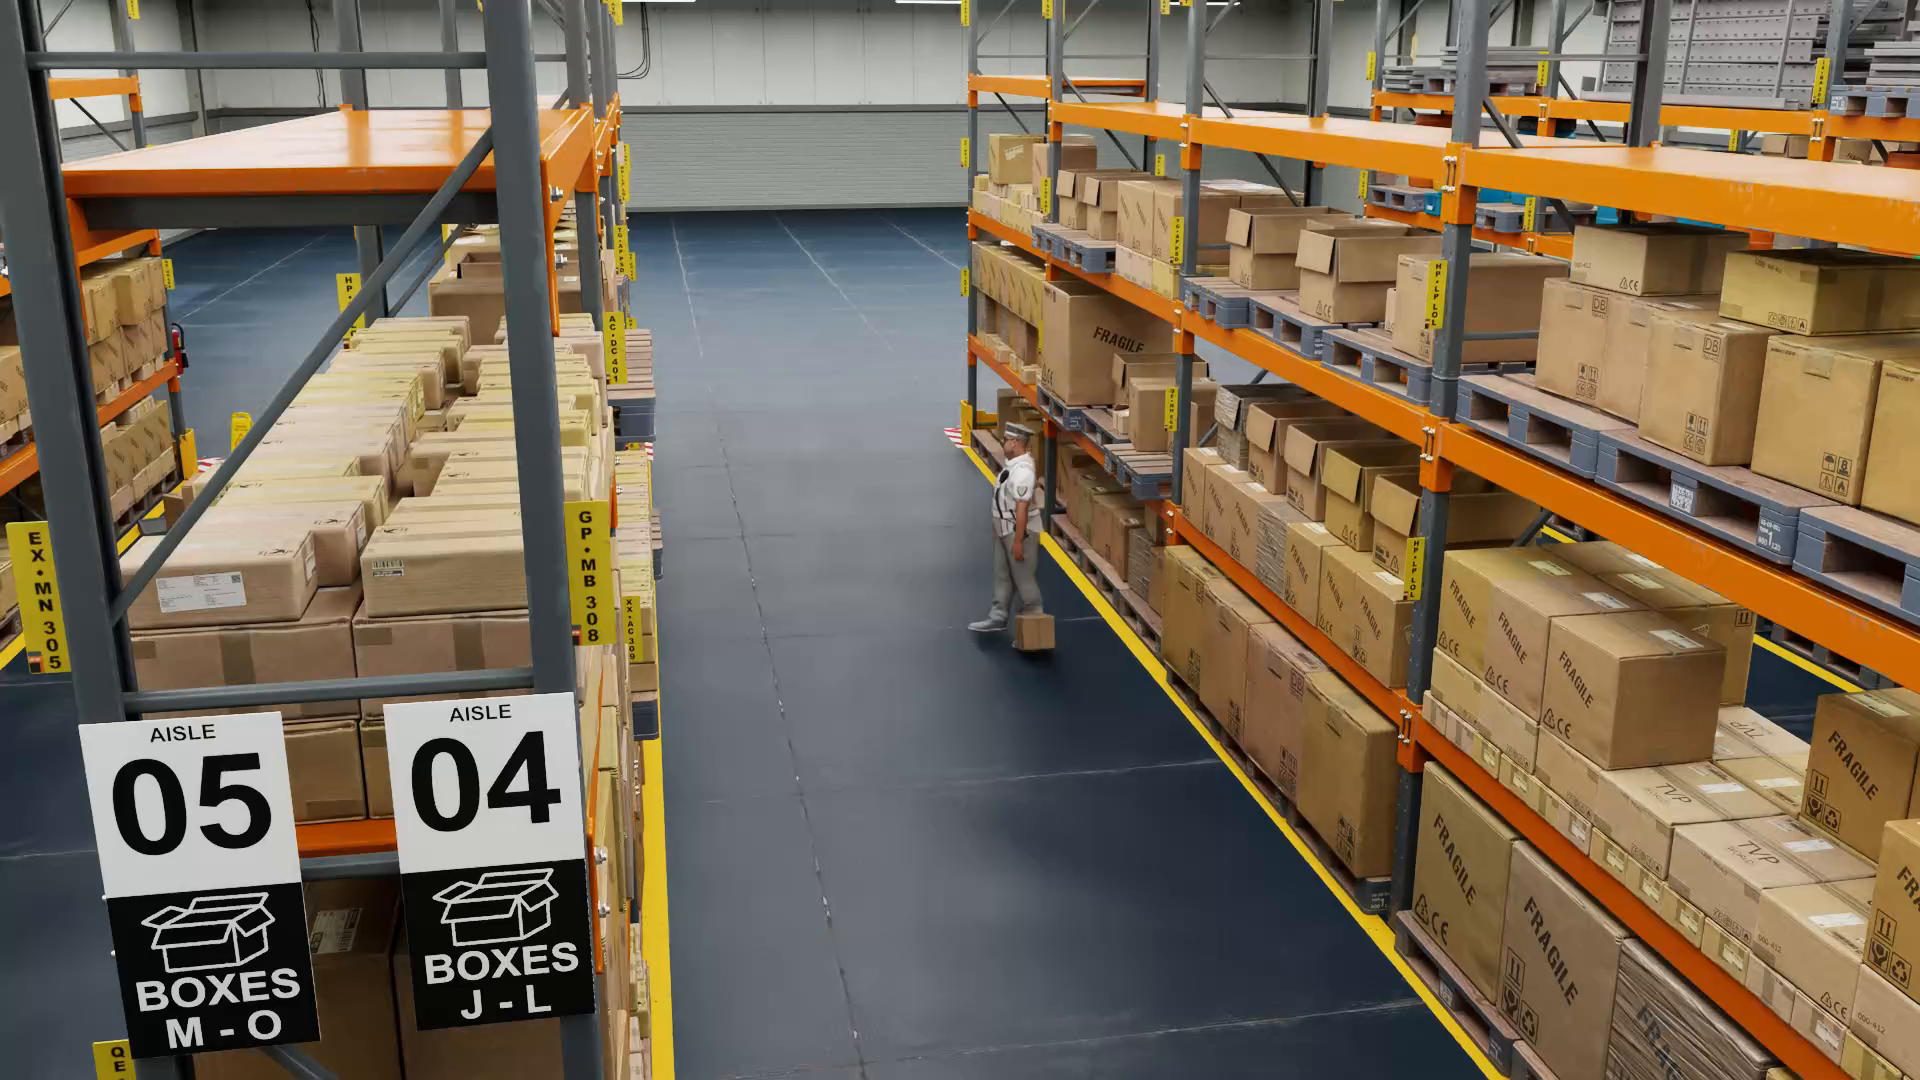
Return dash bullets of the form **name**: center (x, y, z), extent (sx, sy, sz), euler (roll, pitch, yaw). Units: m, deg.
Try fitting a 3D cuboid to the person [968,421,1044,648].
- **person**: center (0.369, -0.062, 13.140), extent (0.574, 1.764, 0.627), euler (-3, 16, -10)
